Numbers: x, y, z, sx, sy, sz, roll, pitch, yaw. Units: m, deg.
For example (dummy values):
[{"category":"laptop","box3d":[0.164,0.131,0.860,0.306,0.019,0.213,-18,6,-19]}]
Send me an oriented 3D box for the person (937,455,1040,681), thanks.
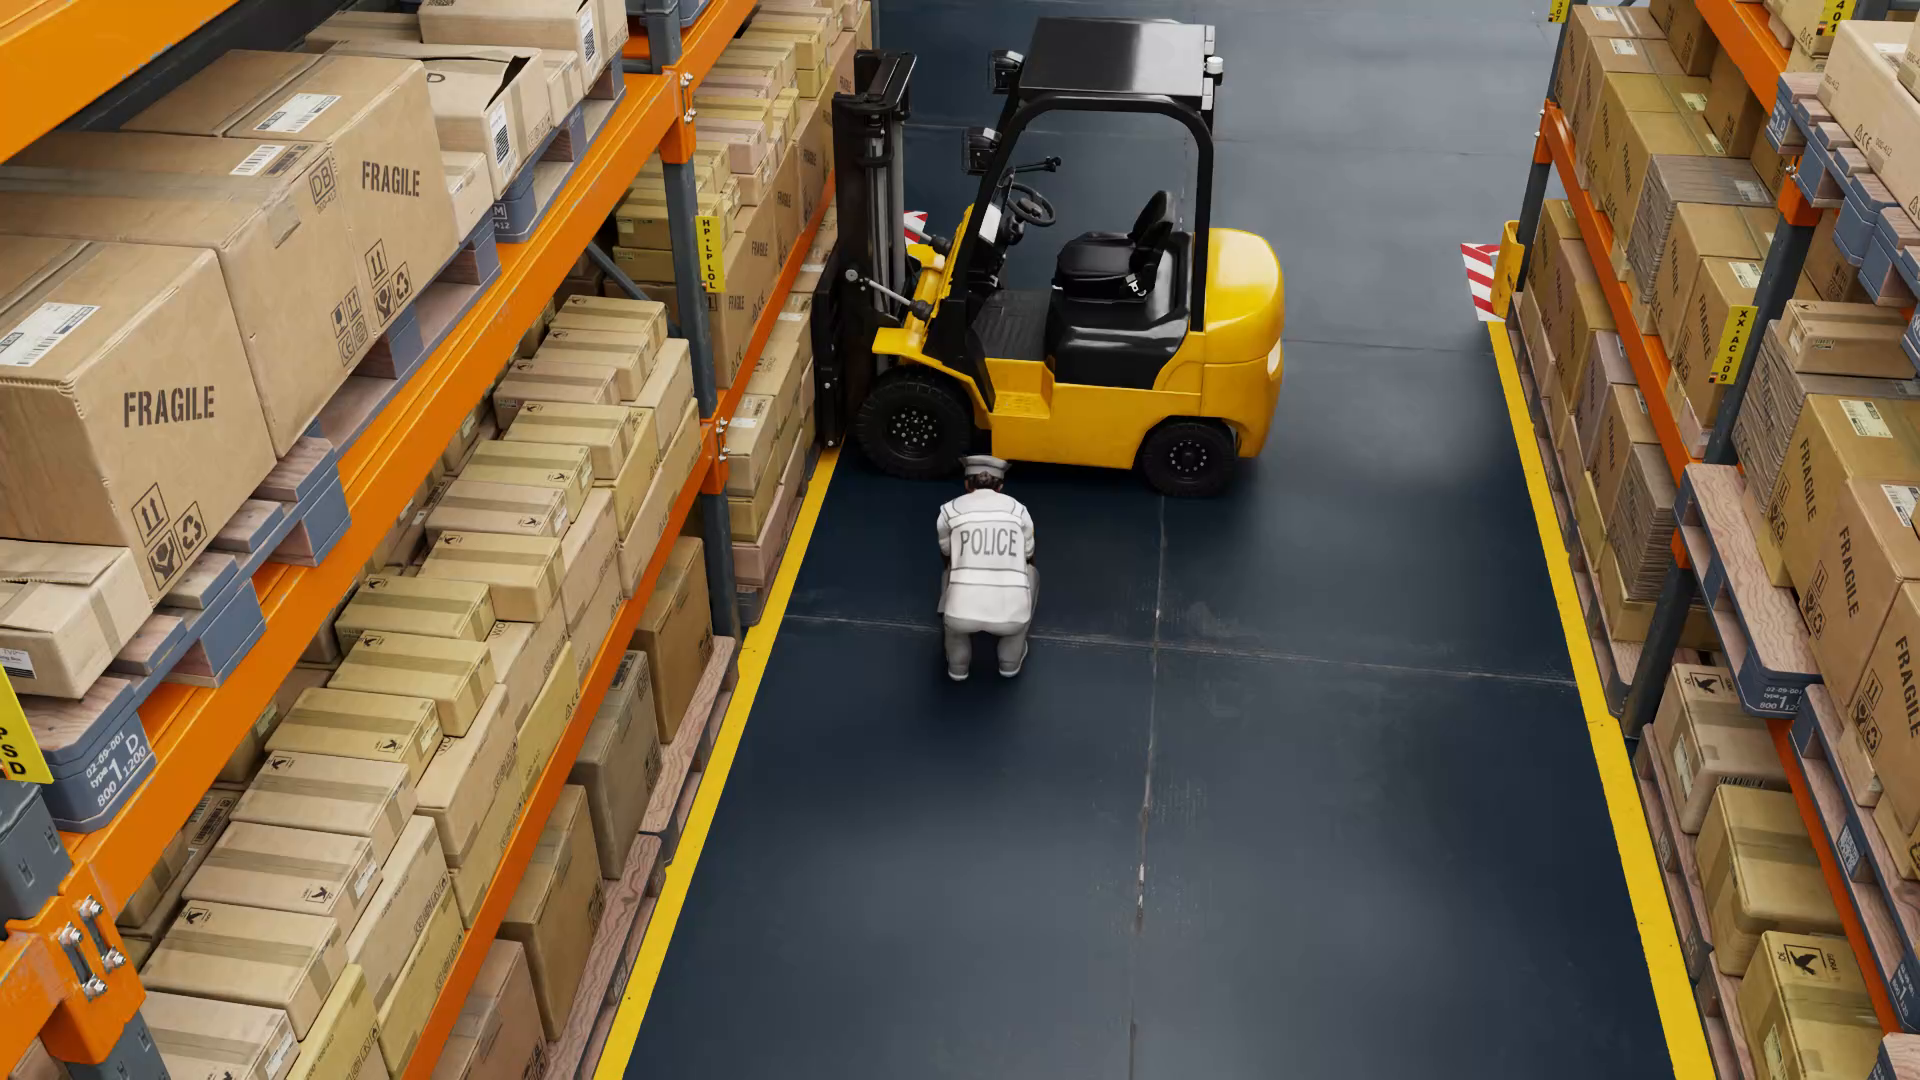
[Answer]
[{"category":"person","box3d":[0.121,0.138,7.512,0.475,0.888,0.865,4,37,6]}]
